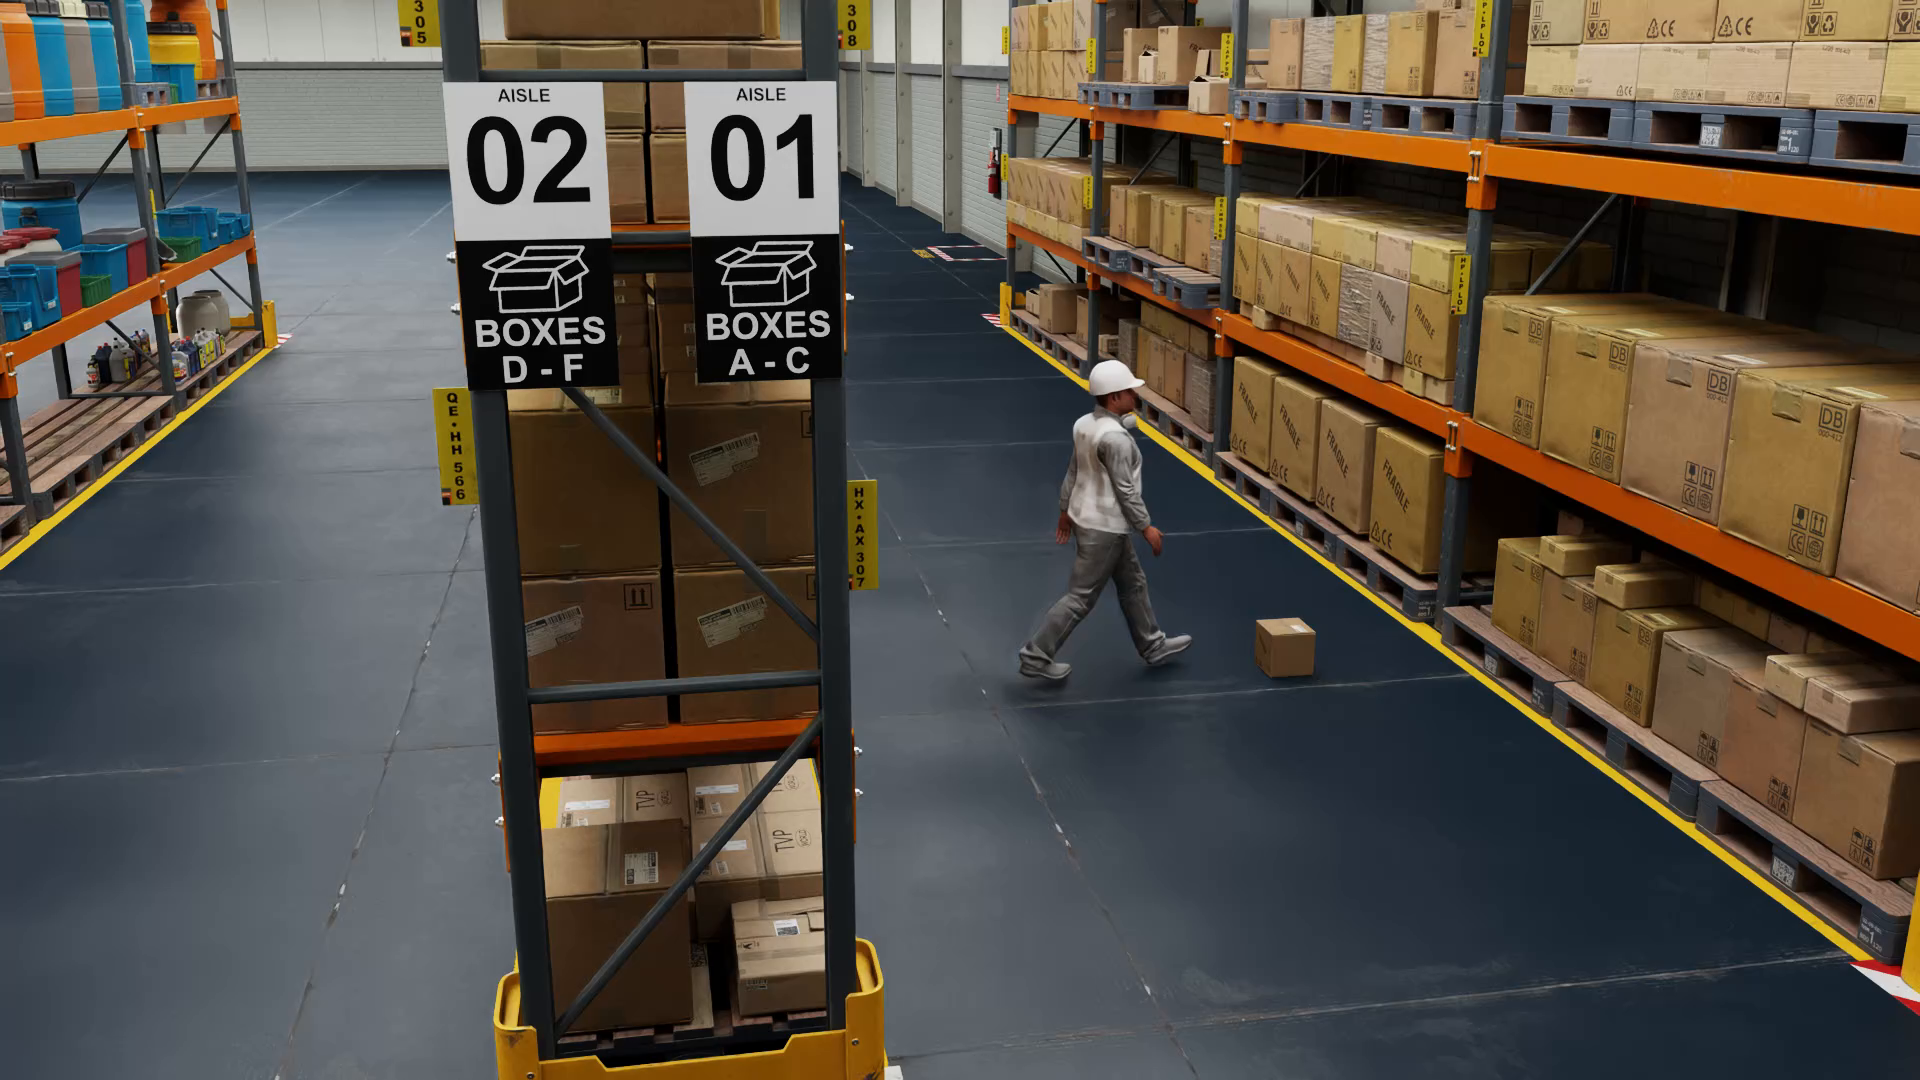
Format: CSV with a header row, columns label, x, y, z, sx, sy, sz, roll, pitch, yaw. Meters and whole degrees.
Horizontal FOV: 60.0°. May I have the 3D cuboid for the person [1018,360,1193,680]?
label,x,y,z,sx,sy,sz,roll,pitch,yaw
person,0.812,-0.100,8.864,1.040,1.724,0.568,-3,16,-10
